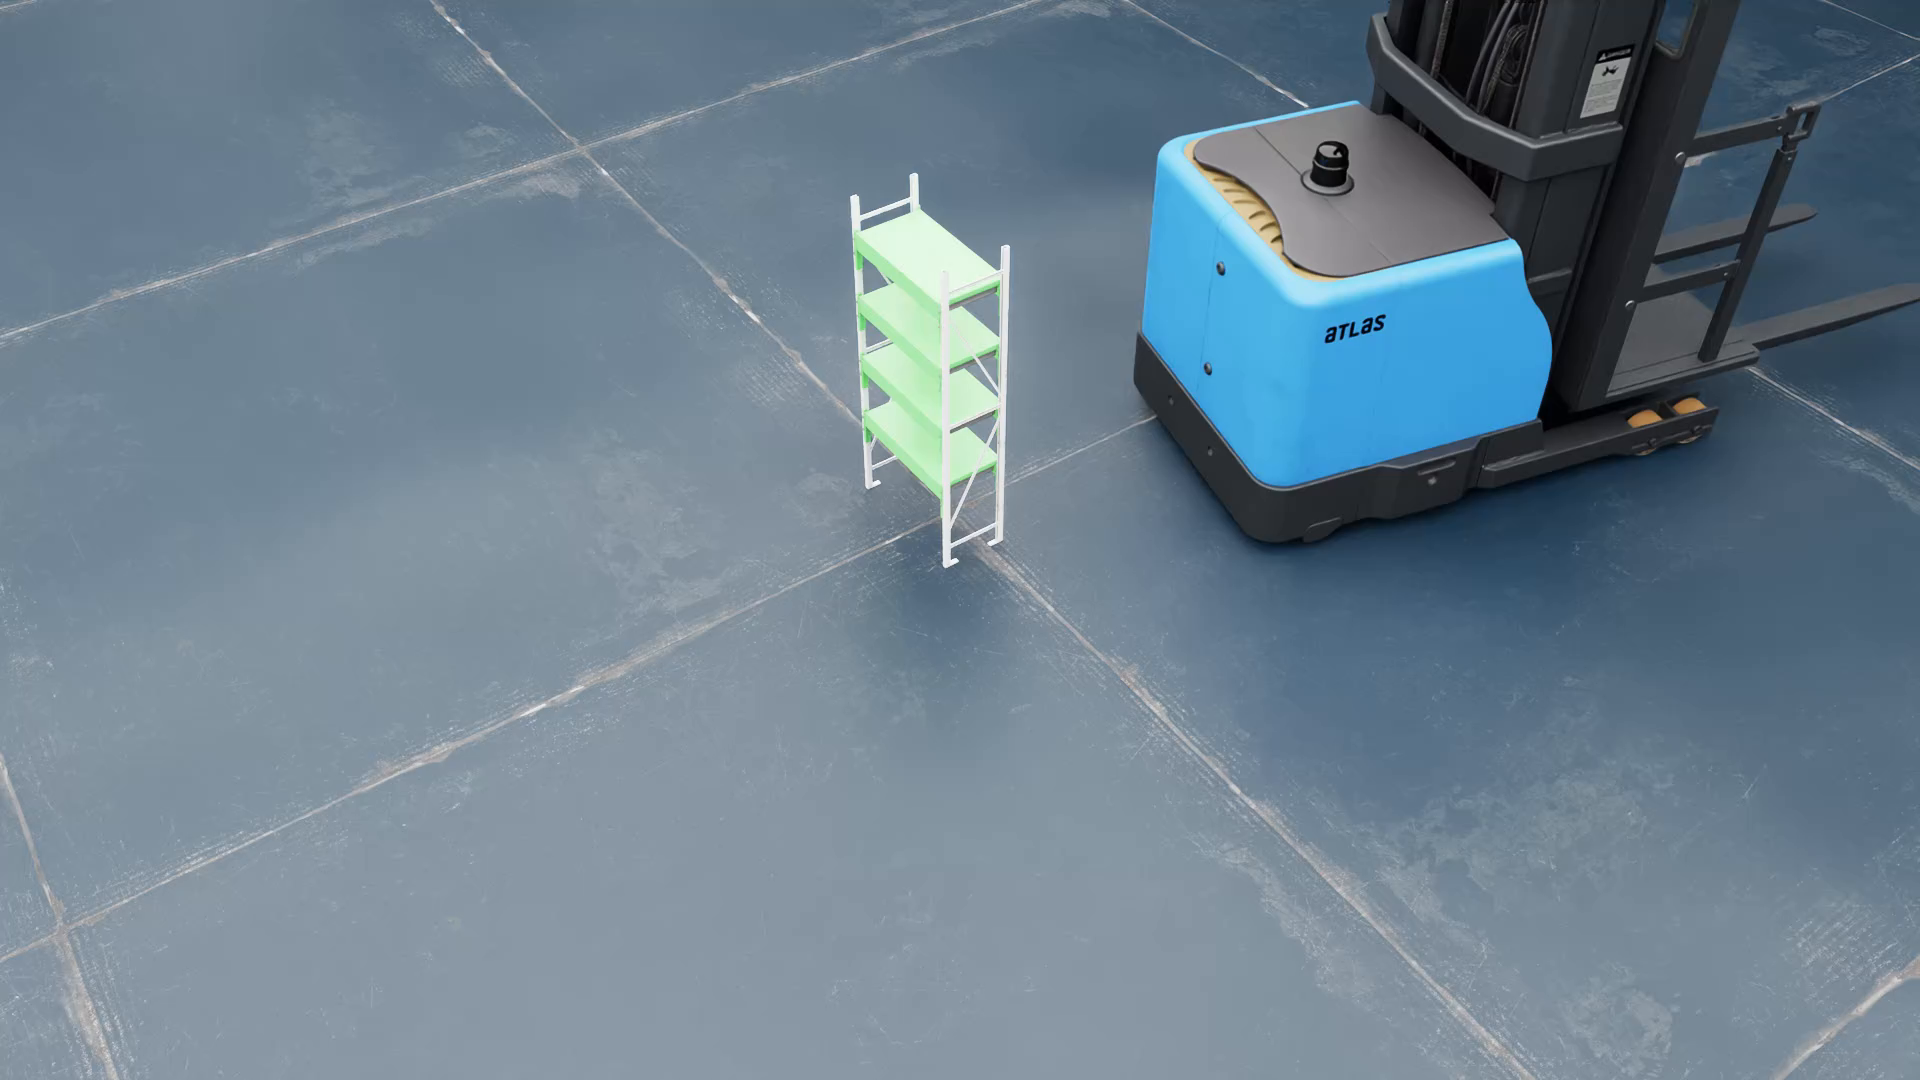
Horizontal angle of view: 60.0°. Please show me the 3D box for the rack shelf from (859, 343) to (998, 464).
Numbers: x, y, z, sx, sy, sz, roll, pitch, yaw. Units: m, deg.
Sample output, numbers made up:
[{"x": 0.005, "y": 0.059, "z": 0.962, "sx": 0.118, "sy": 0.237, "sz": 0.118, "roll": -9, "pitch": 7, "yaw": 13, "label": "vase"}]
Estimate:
[{"x": -0.095, "y": -0.482, "z": 5.478, "sx": 0.258, "sy": 0.148, "sz": 0.480, "roll": -26, "pitch": 49, "yaw": -24, "label": "rack shelf"}]

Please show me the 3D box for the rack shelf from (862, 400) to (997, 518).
[{"x": -0.095, "y": -0.308, "z": 5.644, "sx": 0.258, "sy": 0.148, "sz": 0.480, "roll": -26, "pitch": 49, "yaw": -24, "label": "rack shelf"}]

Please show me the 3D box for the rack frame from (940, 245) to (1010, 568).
[{"x": 0.045, "y": -0.390, "z": 5.289, "sx": 0.240, "sy": 1.200, "sz": 0.015, "roll": -26, "pitch": 49, "yaw": -24, "label": "rack frame"}]

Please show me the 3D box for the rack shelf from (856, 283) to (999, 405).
[{"x": -0.095, "y": -0.655, "z": 5.312, "sx": 0.258, "sy": 0.148, "sz": 0.480, "roll": -26, "pitch": 49, "yaw": -24, "label": "rack shelf"}]

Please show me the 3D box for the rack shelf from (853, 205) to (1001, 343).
[{"x": -0.095, "y": -0.829, "z": 5.147, "sx": 0.258, "sy": 0.148, "sz": 0.480, "roll": -26, "pitch": 49, "yaw": -24, "label": "rack shelf"}]

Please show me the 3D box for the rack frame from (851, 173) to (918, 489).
[{"x": -0.234, "y": -0.666, "z": 5.579, "sx": 0.240, "sy": 1.200, "sz": 0.015, "roll": -26, "pitch": 49, "yaw": -24, "label": "rack frame"}]

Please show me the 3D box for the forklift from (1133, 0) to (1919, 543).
[{"x": 2.224, "y": -1.694, "z": 5.401, "sx": 3.031, "sy": 2.935, "sz": 1.130, "roll": -15, "pitch": 46, "yaw": -15, "label": "forklift"}]

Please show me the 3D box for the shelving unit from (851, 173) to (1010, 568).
[{"x": -0.095, "y": -0.528, "z": 5.434, "sx": 0.258, "sy": 1.200, "sz": 0.503, "roll": -26, "pitch": 49, "yaw": -24, "label": "shelving unit"}]
